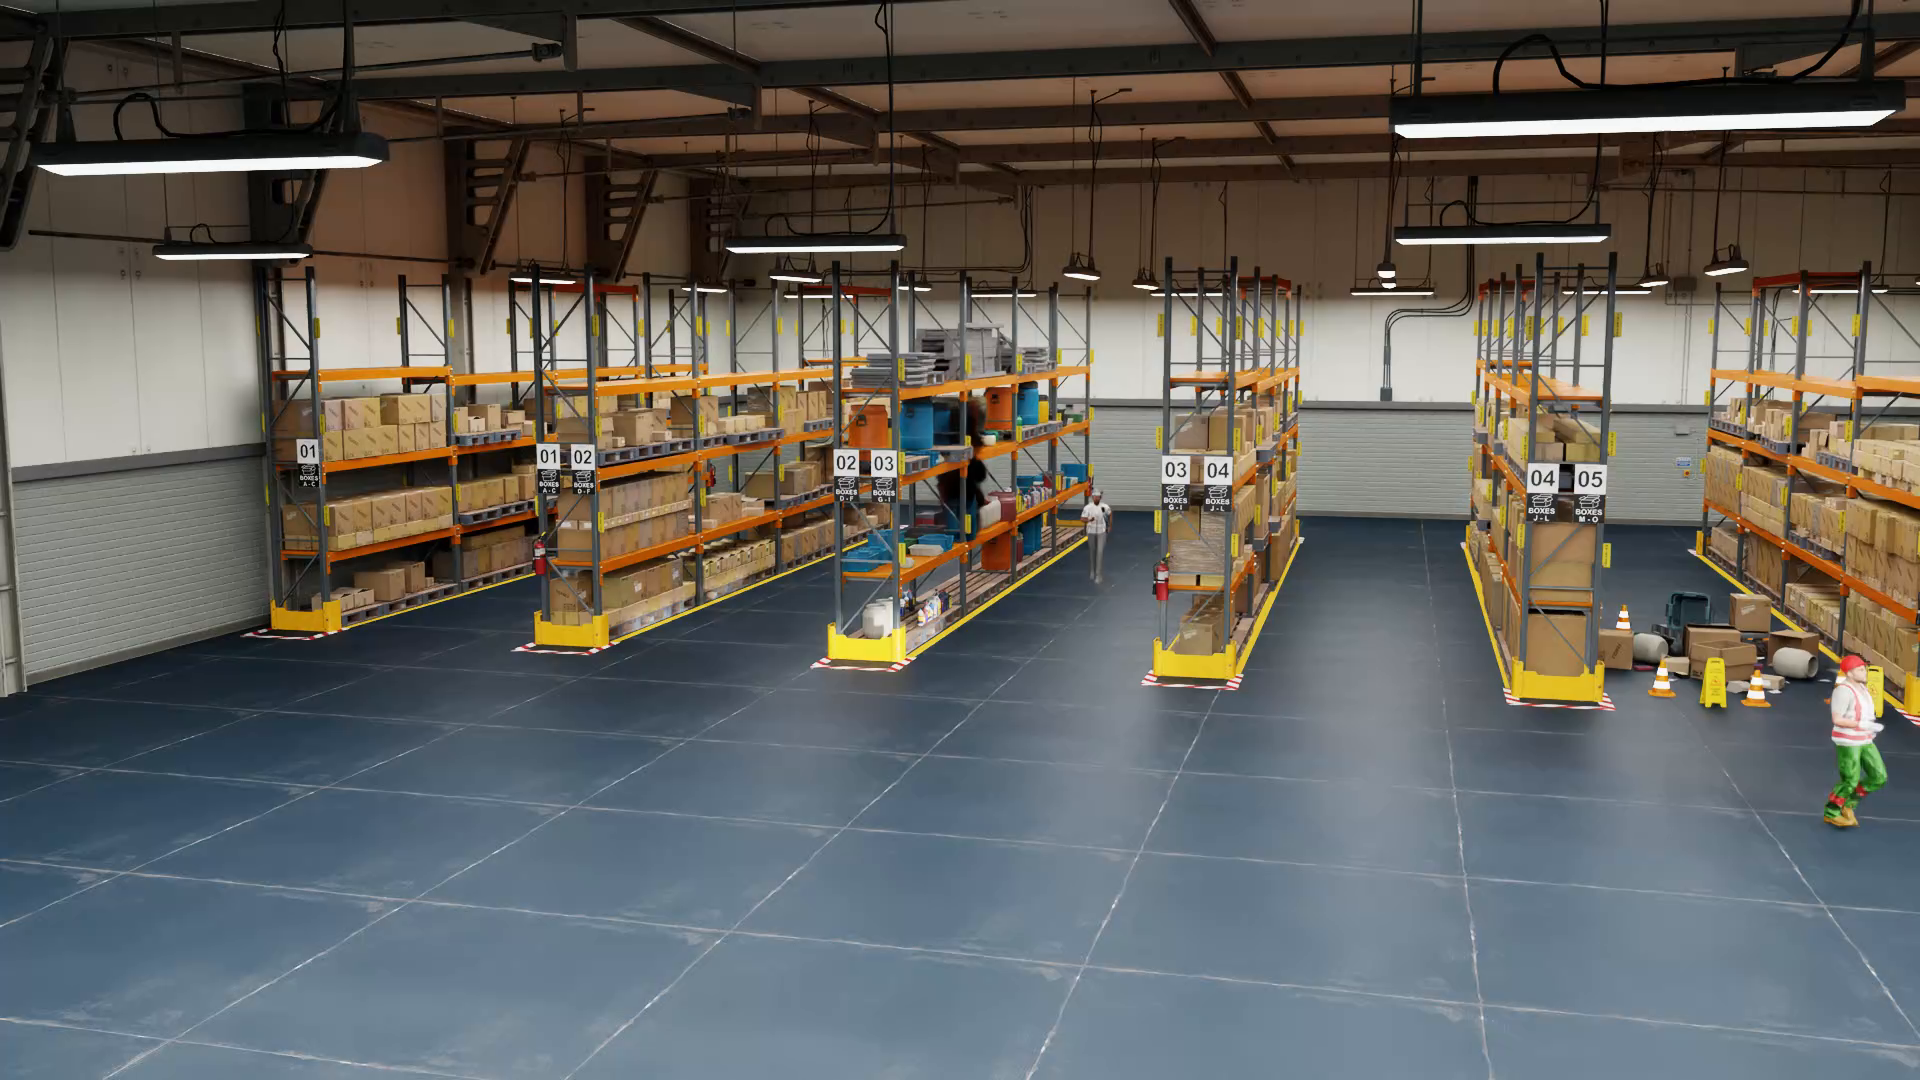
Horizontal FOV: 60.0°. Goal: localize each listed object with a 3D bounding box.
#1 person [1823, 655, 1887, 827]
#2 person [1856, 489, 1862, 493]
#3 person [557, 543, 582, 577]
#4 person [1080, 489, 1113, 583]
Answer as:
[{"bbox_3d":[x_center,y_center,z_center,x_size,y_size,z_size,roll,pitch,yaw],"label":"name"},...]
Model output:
[{"bbox_3d":[8.966,2.029,16.568,0.639,1.759,0.612,-4,9,-32],"label":"person"},{"bbox_3d":[18.214,-0.153,33.829,0.720,1.762,0.795,1,7,6],"label":"person"},{"bbox_3d":[-6.978,0.348,29.902,0.651,1.730,0.590,0,7,2],"label":"person"},{"bbox_3d":[2.546,-0.097,31.242,0.565,1.735,0.812,1,7,7],"label":"person"}]
